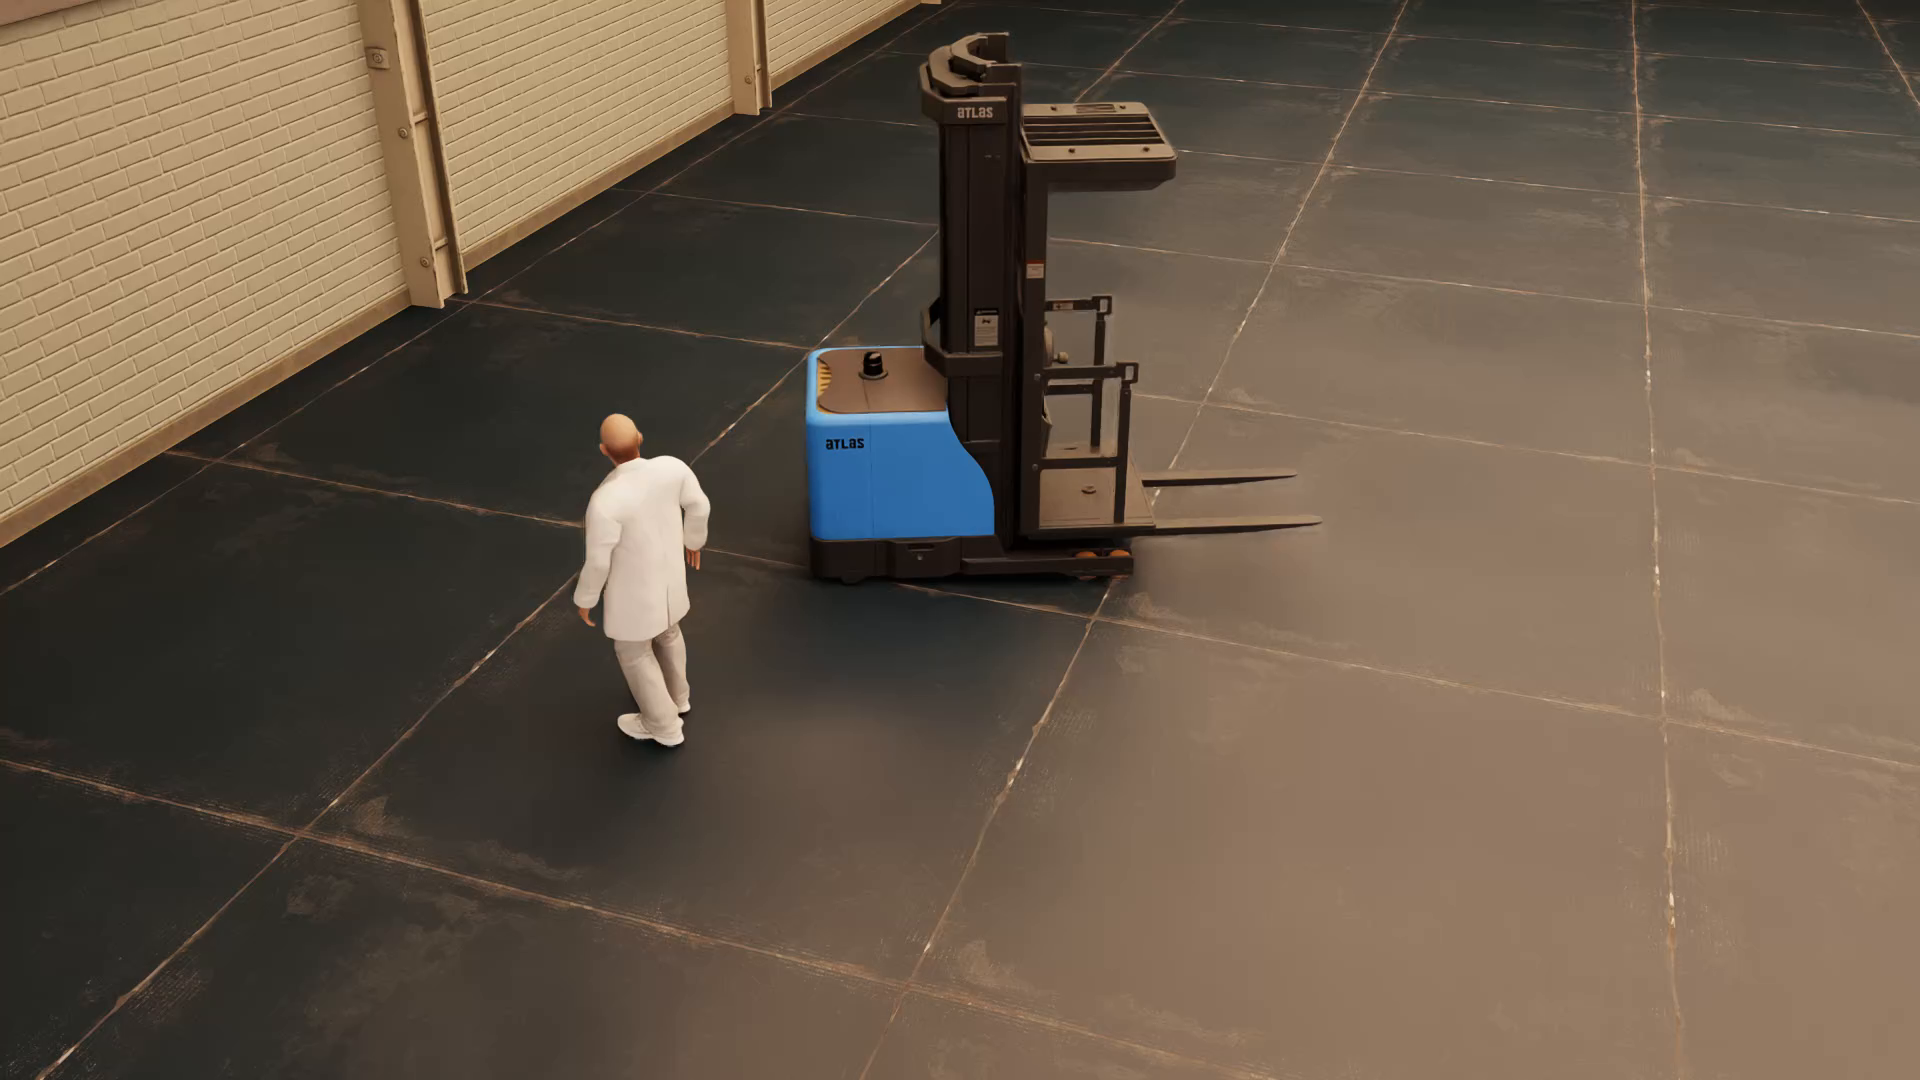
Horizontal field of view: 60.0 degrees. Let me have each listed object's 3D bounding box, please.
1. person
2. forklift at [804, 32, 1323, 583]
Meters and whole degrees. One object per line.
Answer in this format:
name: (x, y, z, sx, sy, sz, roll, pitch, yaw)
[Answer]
person: (-1.584, 0.163, 8.018, 0.562, 1.776, 0.755, 21, 36, 32)
forklift: (0.614, -1.301, 9.418, 3.031, 2.935, 1.130, -2, 30, -3)
